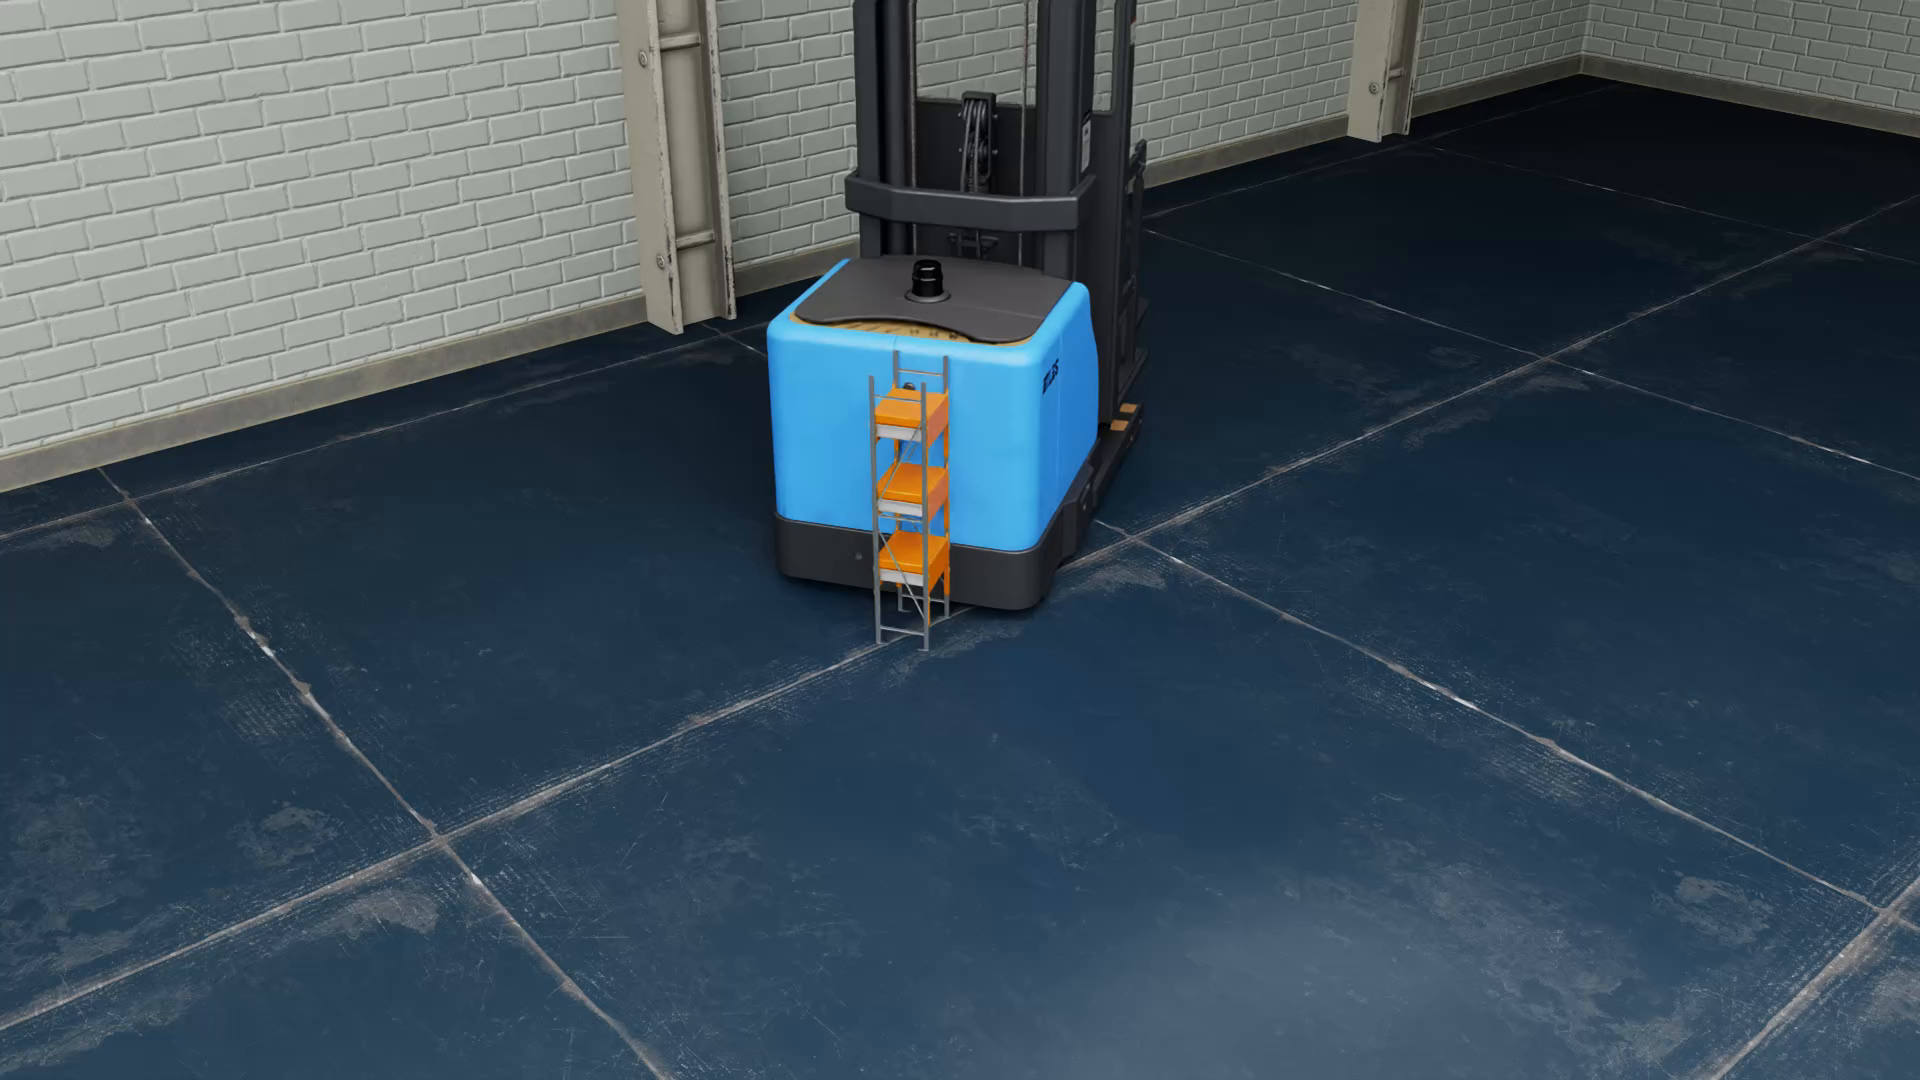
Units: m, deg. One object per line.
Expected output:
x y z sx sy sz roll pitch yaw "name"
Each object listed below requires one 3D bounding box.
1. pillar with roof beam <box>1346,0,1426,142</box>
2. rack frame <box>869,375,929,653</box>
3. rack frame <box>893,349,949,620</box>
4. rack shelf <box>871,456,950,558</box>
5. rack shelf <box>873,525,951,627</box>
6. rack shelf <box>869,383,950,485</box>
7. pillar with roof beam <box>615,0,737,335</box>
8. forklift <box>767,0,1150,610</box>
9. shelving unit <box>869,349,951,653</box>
5.905 -5.459 7.418 0.400 9.000 9.100 -22 35 -35 "pillar with roof beam"
-0.208 -0.072 5.771 0.200 1.050 0.008 8 29 15 "rack frame"
-0.136 -0.182 5.977 0.200 1.050 0.008 8 29 15 "rack frame"
-0.172 -0.118 5.879 0.215 0.259 0.240 8 29 15 "rack shelf"
-0.172 0.127 6.010 0.215 0.259 0.240 8 29 15 "rack shelf"
-0.172 -0.368 5.745 0.215 0.259 0.240 8 29 15 "rack shelf"
1.341 -3.624 3.983 0.400 9.000 9.100 -22 35 -35 "pillar with roof beam"
0.211 -1.712 6.845 1.130 2.935 3.031 8 29 15 "forklift"
-0.172 -0.127 5.874 0.215 1.050 0.252 8 29 15 "shelving unit"
